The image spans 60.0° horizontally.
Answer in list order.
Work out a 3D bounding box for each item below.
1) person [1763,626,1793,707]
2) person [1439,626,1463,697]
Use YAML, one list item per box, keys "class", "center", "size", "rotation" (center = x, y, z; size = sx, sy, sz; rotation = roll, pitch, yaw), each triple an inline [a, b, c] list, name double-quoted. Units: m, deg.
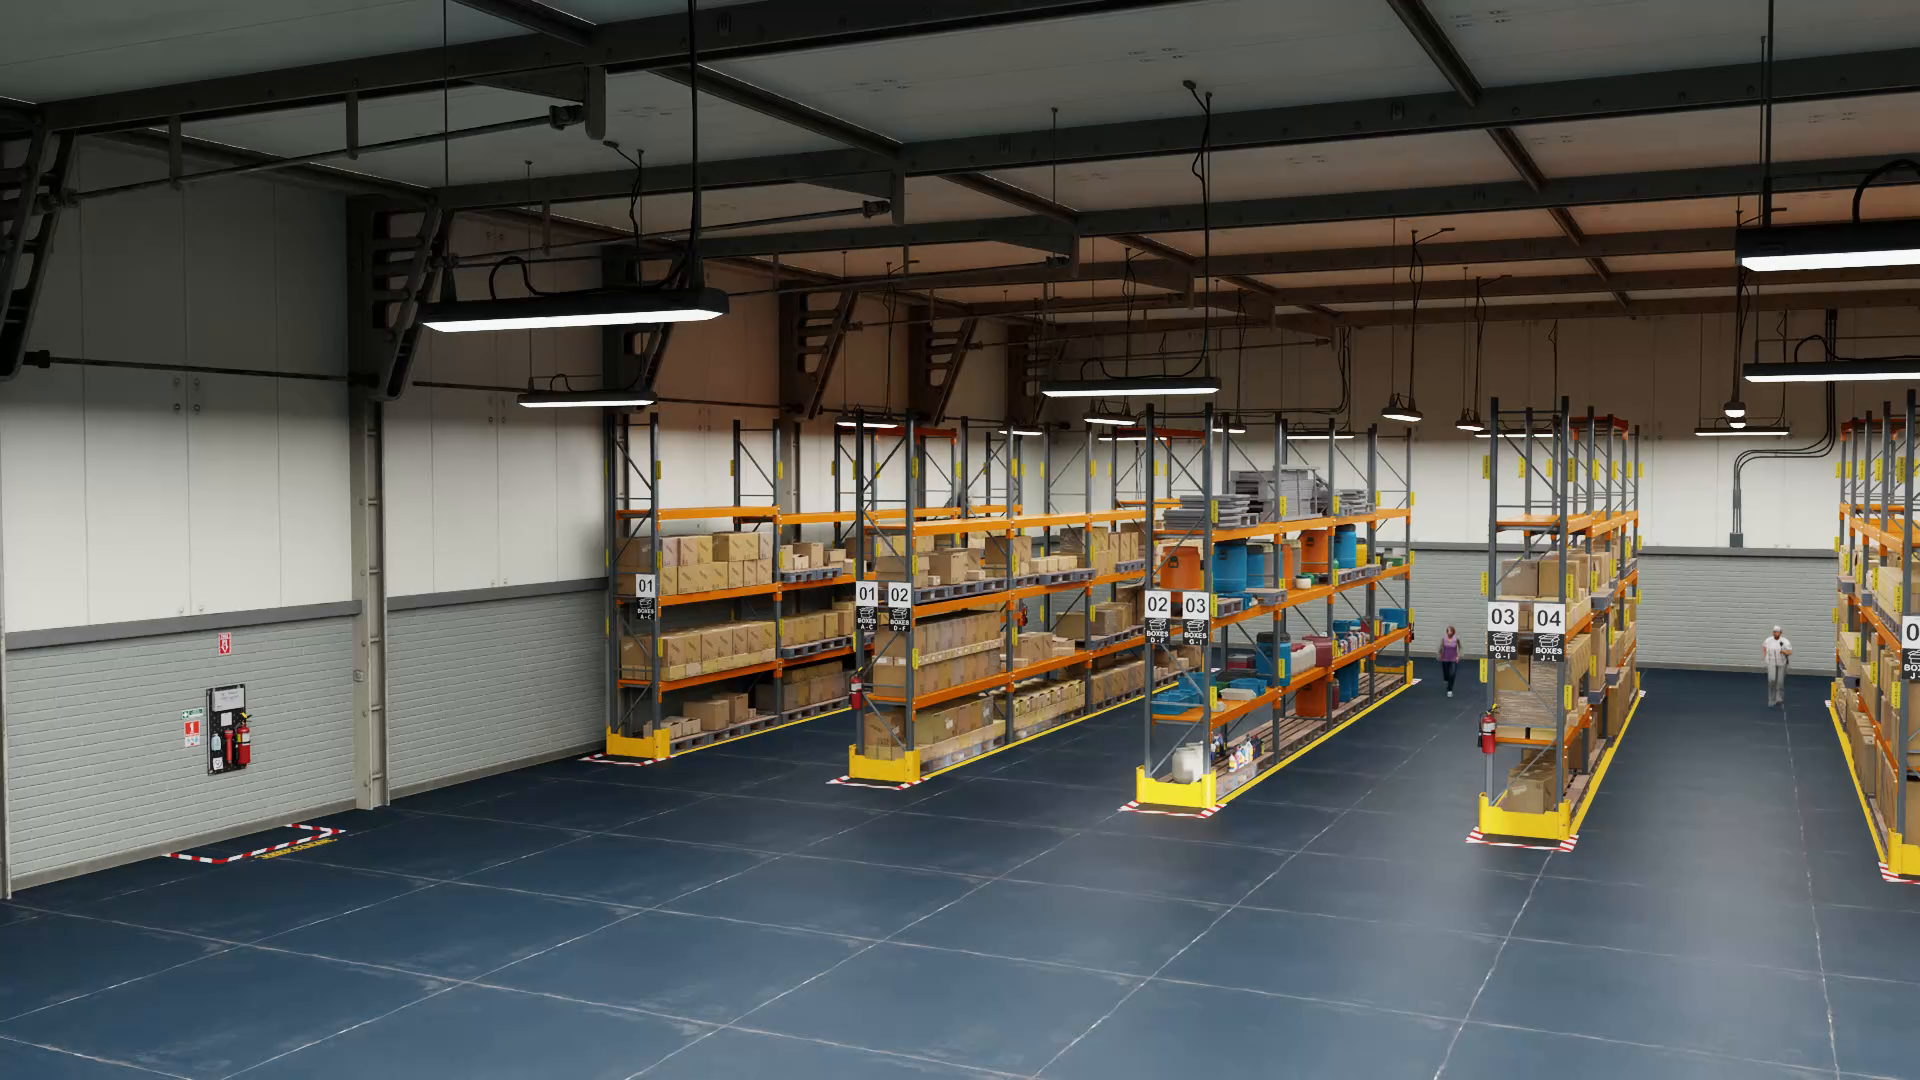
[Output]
- class: "person"
  center: [17.382, 2.681, 35.358]
  size: [0.577, 1.707, 0.726]
  rotation: [1, 3, 27]
- class: "person"
  center: [10.915, 2.729, 36.999]
  size: [0.520, 1.463, 0.633]
  rotation: [1, 3, 18]
